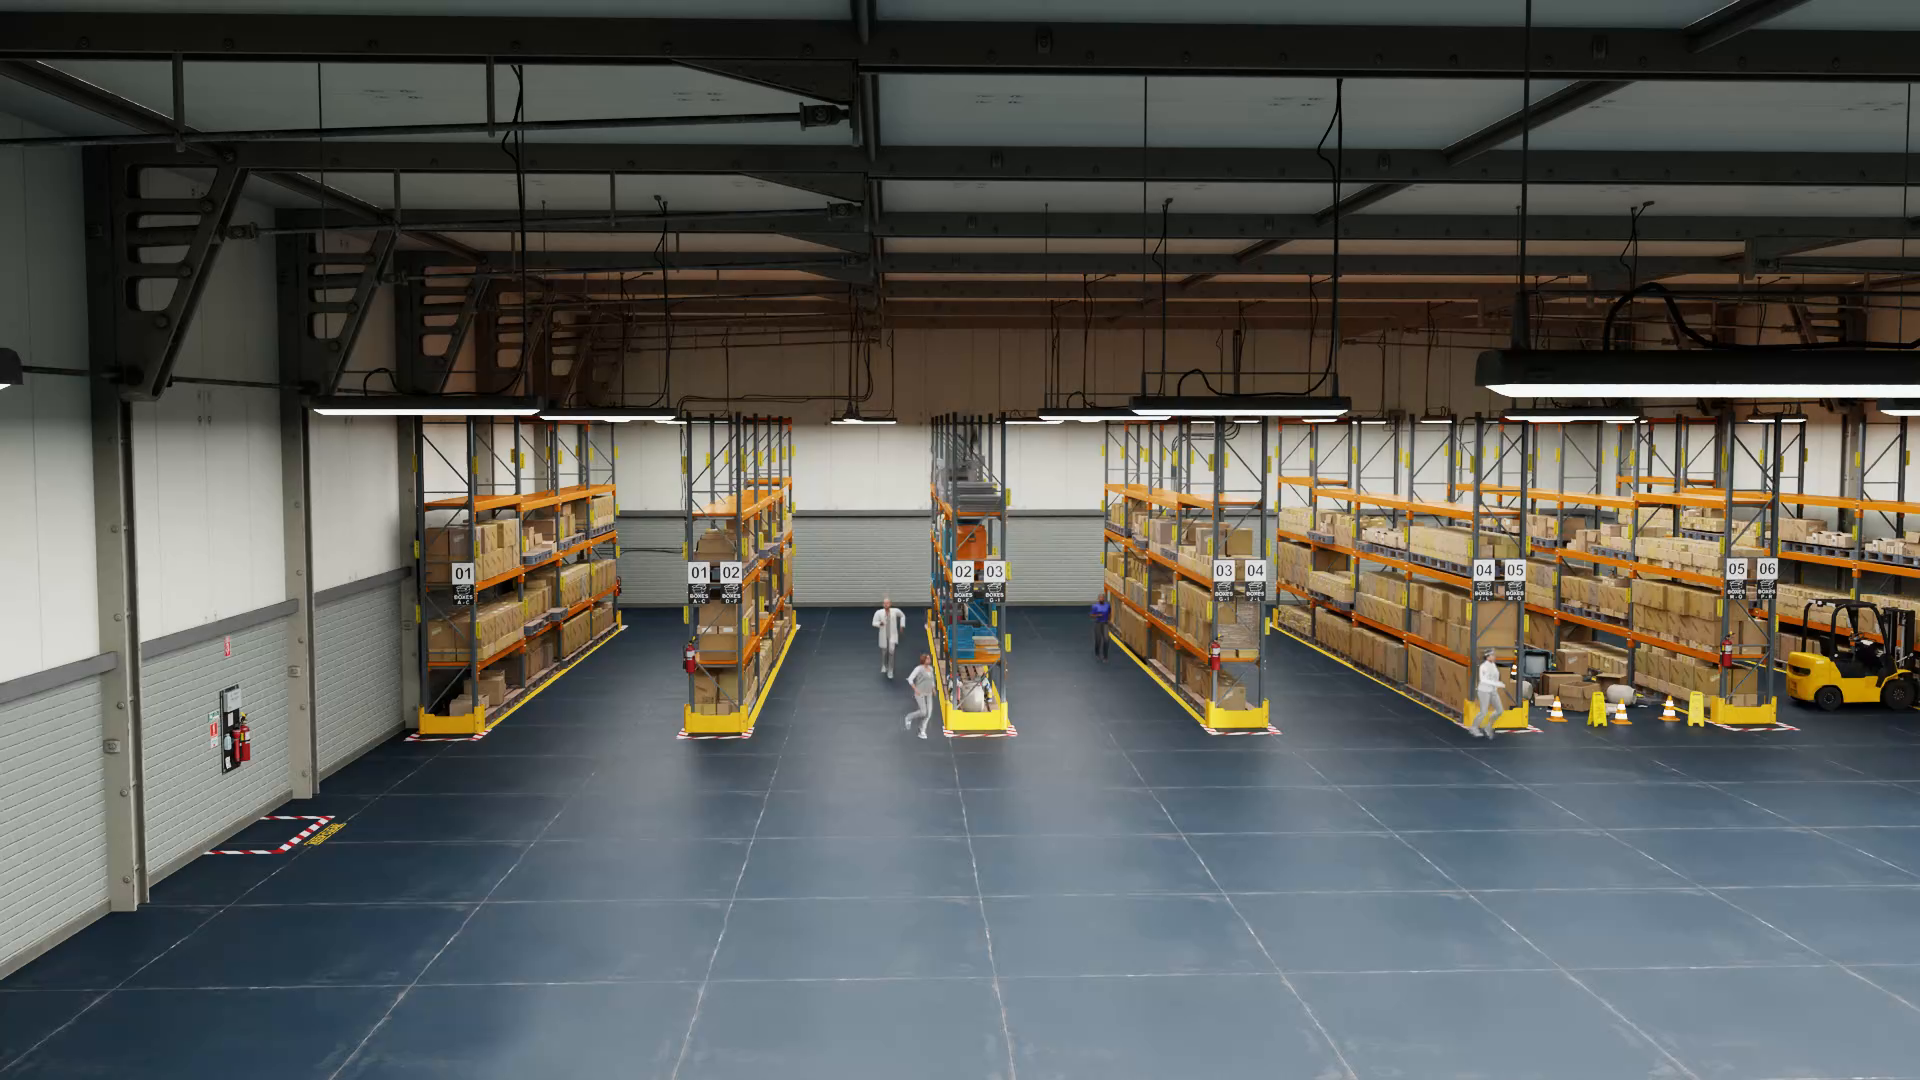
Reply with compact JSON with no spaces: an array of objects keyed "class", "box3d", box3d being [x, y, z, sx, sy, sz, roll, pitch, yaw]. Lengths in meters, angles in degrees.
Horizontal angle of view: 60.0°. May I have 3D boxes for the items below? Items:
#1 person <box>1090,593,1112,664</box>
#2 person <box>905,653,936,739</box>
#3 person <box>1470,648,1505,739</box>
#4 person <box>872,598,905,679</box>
[{"class":"person","box3d":[3.438,2.143,40.411,0.560,1.713,0.742,0,4,-4]},{"class":"person","box3d":[-0.682,2.868,30.792,0.605,1.537,0.572,-4,5,-43]},{"class":"person","box3d":[9.725,2.820,30.528,0.635,1.726,0.684,-4,5,-42]},{"class":"person","box3d":[-1.628,2.244,38.151,0.731,1.837,0.988,0,4,4]}]
